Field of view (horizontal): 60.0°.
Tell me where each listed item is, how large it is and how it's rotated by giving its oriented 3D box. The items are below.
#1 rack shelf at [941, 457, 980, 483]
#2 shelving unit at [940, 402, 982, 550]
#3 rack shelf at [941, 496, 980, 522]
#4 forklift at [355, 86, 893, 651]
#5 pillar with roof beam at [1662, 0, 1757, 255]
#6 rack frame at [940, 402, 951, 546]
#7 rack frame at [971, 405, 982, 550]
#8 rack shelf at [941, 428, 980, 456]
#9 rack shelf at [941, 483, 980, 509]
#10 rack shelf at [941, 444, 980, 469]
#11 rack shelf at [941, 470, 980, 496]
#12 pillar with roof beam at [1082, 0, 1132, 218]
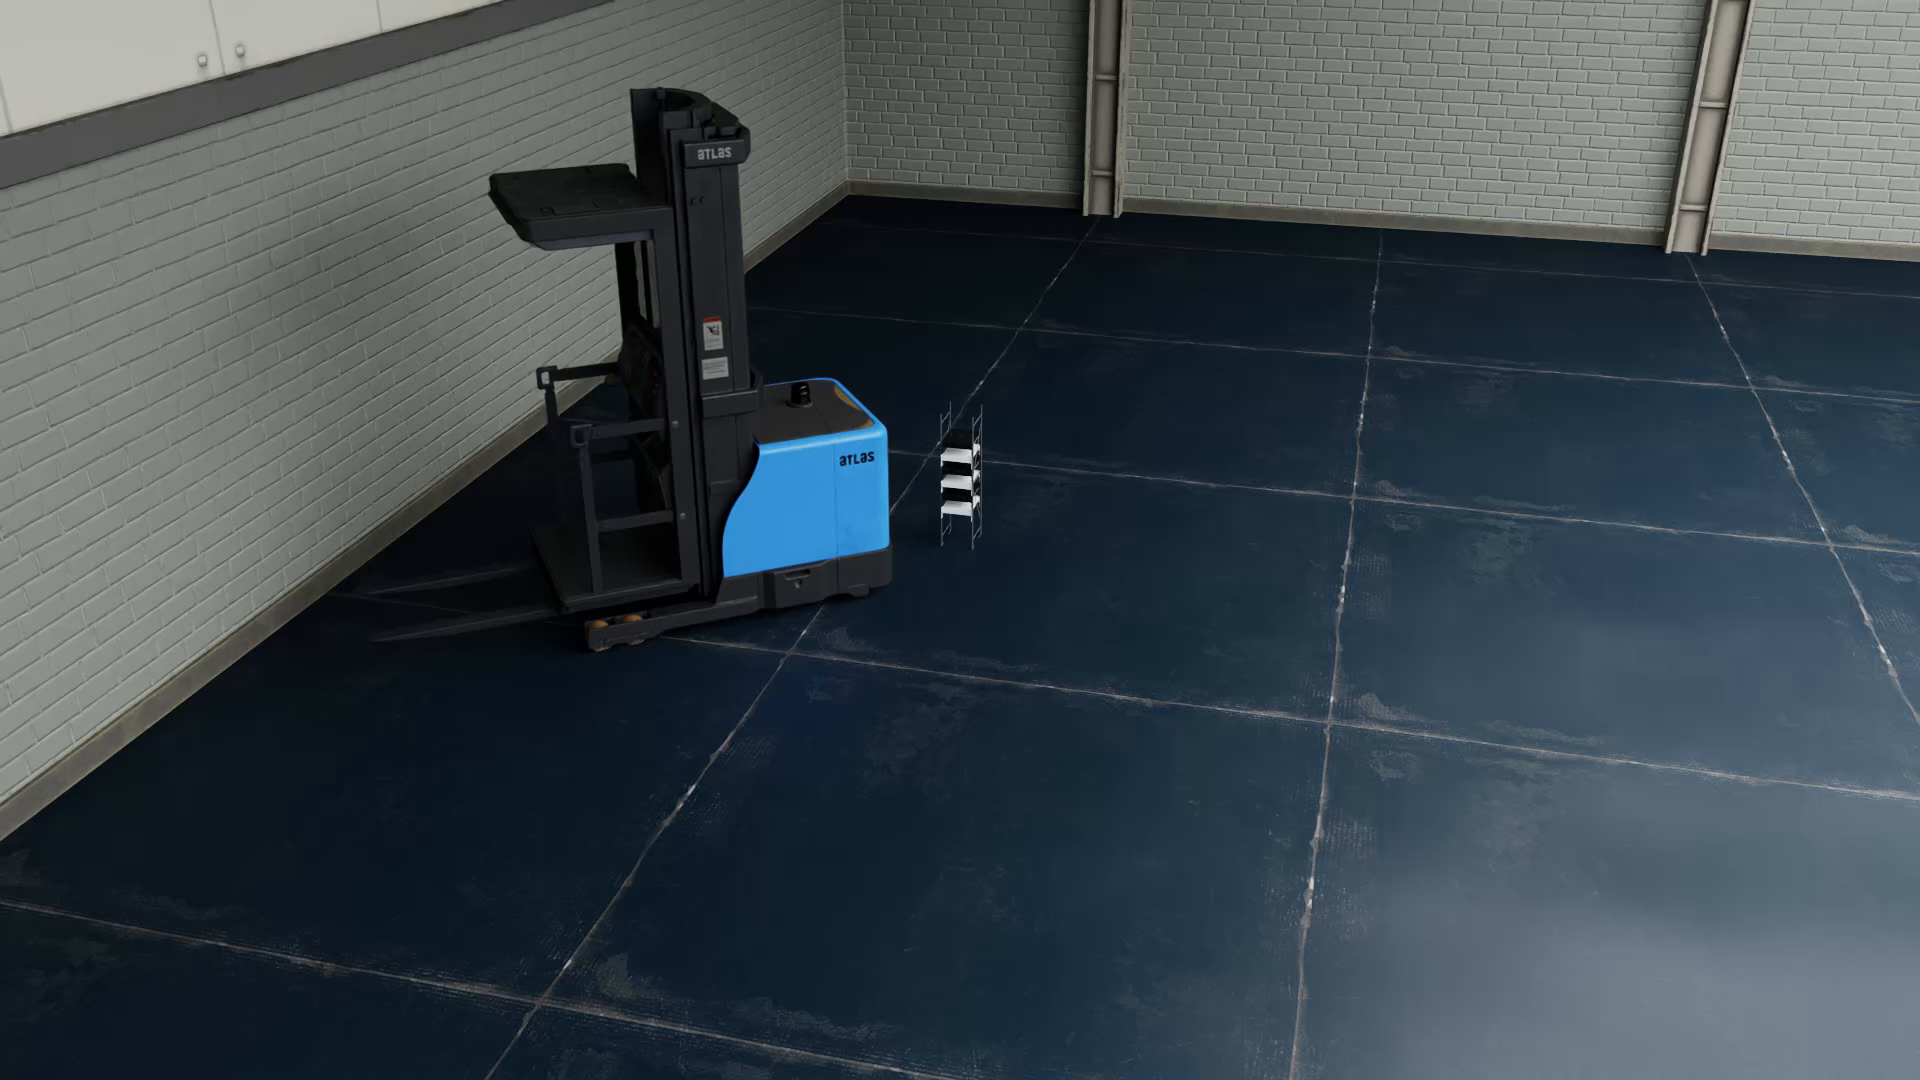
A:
[{"bbox_3d":[0.008,-0.457,10.530,0.200,0.077,0.258,6,26,13],"label":"rack shelf"},{"bbox_3d":[0.008,-0.405,10.555,0.210,0.900,0.258,6,26,13],"label":"shelving unit"},{"bbox_3d":[0.008,-0.213,10.646,0.200,0.077,0.258,6,26,13],"label":"rack shelf"},{"bbox_3d":[-1.975,-0.952,9.340,3.031,2.935,1.130,-10,27,-20],"label":"forklift"},{"bbox_3d":[6.310,-5.228,11.262,0.400,9.000,9.100,6,26,13],"label":"pillar with roof beam"},{"bbox_3d":[-0.091,-0.416,10.578,0.006,0.900,0.240,6,26,13],"label":"rack frame"},{"bbox_3d":[0.106,-0.395,10.532,0.006,0.900,0.240,6,26,13],"label":"rack frame"},{"bbox_3d":[0.008,-0.619,10.453,0.200,0.077,0.258,6,26,13],"label":"rack shelf"},{"bbox_3d":[0.008,-0.294,10.608,0.200,0.077,0.258,6,26,13],"label":"rack shelf"},{"bbox_3d":[0.008,-0.538,10.492,0.200,0.077,0.258,6,26,13],"label":"rack shelf"},{"bbox_3d":[0.008,-0.375,10.569,0.200,0.077,0.258,6,26,13],"label":"rack shelf"},{"bbox_3d":[0.499,-5.870,12.611,0.400,9.000,9.100,6,26,13],"label":"pillar with roof beam"}]
